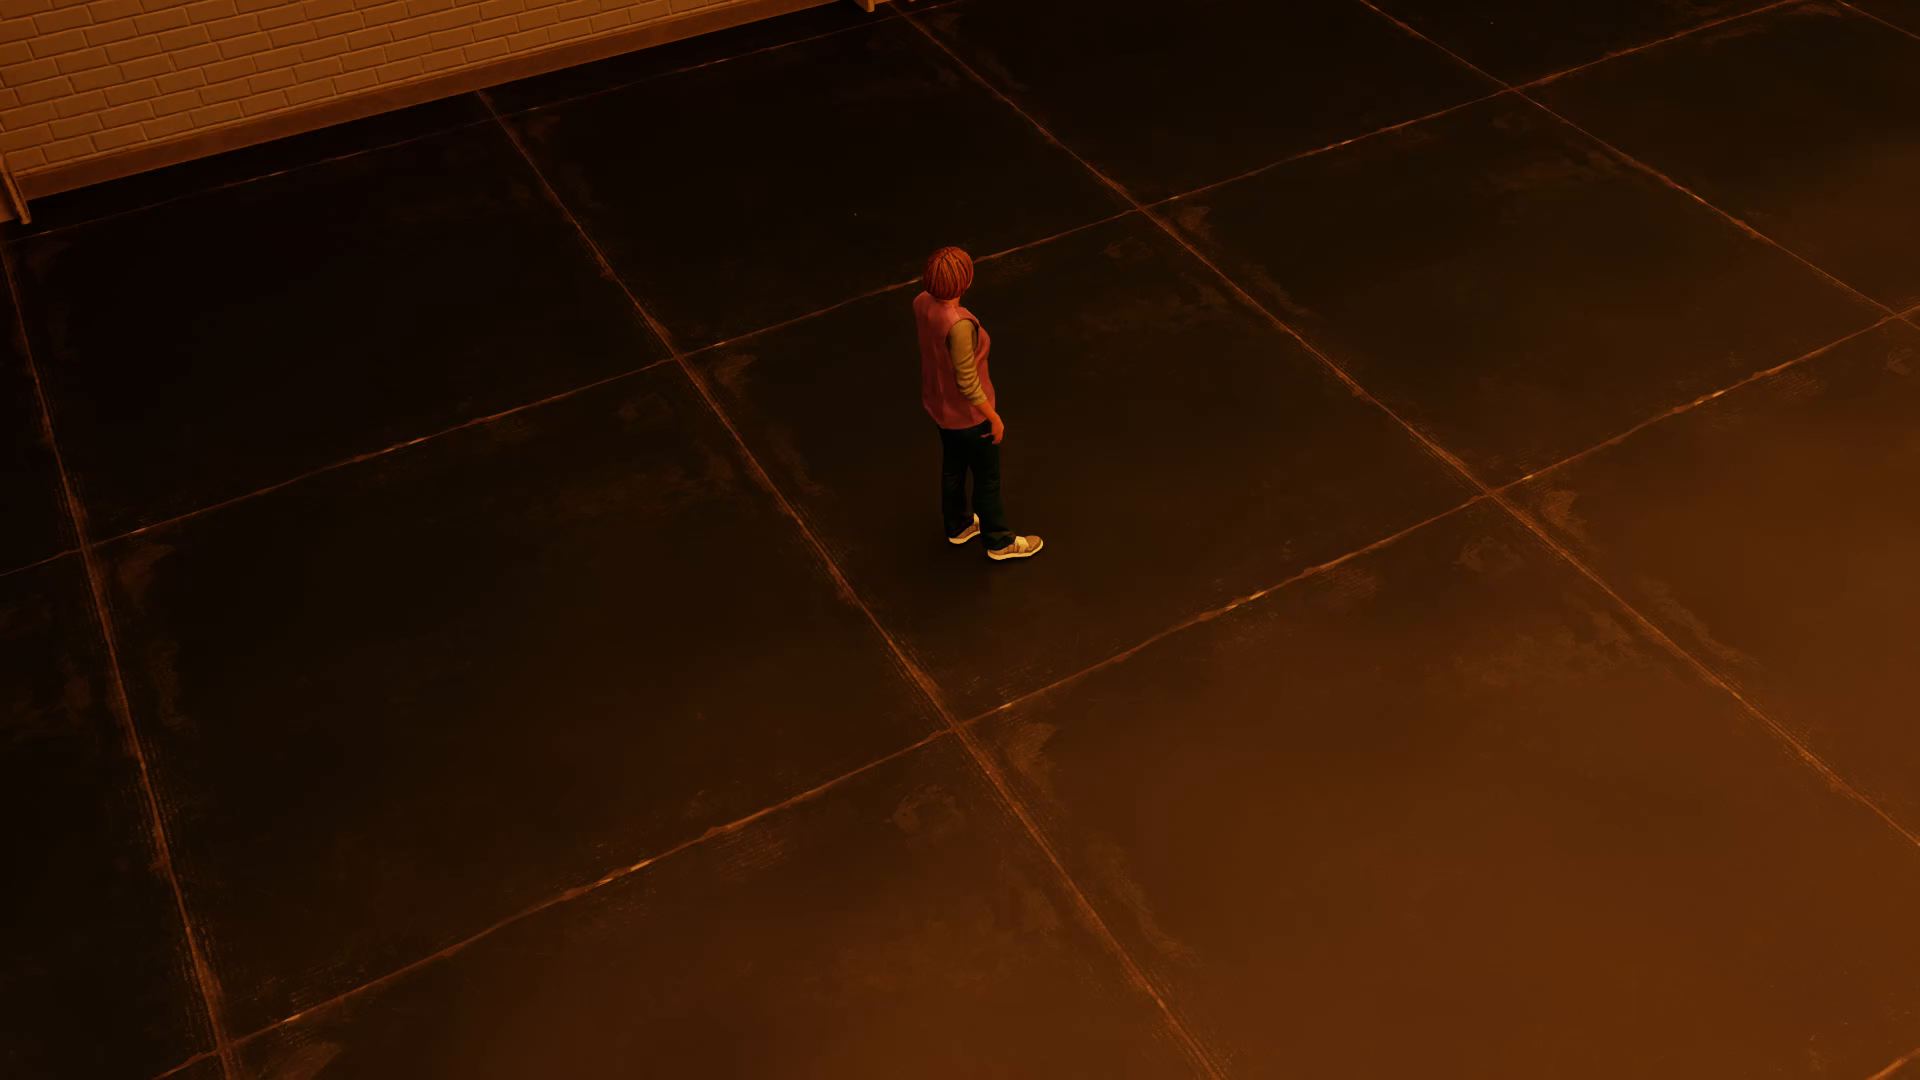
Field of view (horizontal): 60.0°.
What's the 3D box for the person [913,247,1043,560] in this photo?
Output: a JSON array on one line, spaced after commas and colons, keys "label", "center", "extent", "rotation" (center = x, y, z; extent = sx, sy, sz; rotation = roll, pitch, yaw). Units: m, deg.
[{"label": "person", "center": [0.071, -0.602, 7.328], "extent": [0.476, 1.582, 0.520], "rotation": [-21, 47, -21]}]
